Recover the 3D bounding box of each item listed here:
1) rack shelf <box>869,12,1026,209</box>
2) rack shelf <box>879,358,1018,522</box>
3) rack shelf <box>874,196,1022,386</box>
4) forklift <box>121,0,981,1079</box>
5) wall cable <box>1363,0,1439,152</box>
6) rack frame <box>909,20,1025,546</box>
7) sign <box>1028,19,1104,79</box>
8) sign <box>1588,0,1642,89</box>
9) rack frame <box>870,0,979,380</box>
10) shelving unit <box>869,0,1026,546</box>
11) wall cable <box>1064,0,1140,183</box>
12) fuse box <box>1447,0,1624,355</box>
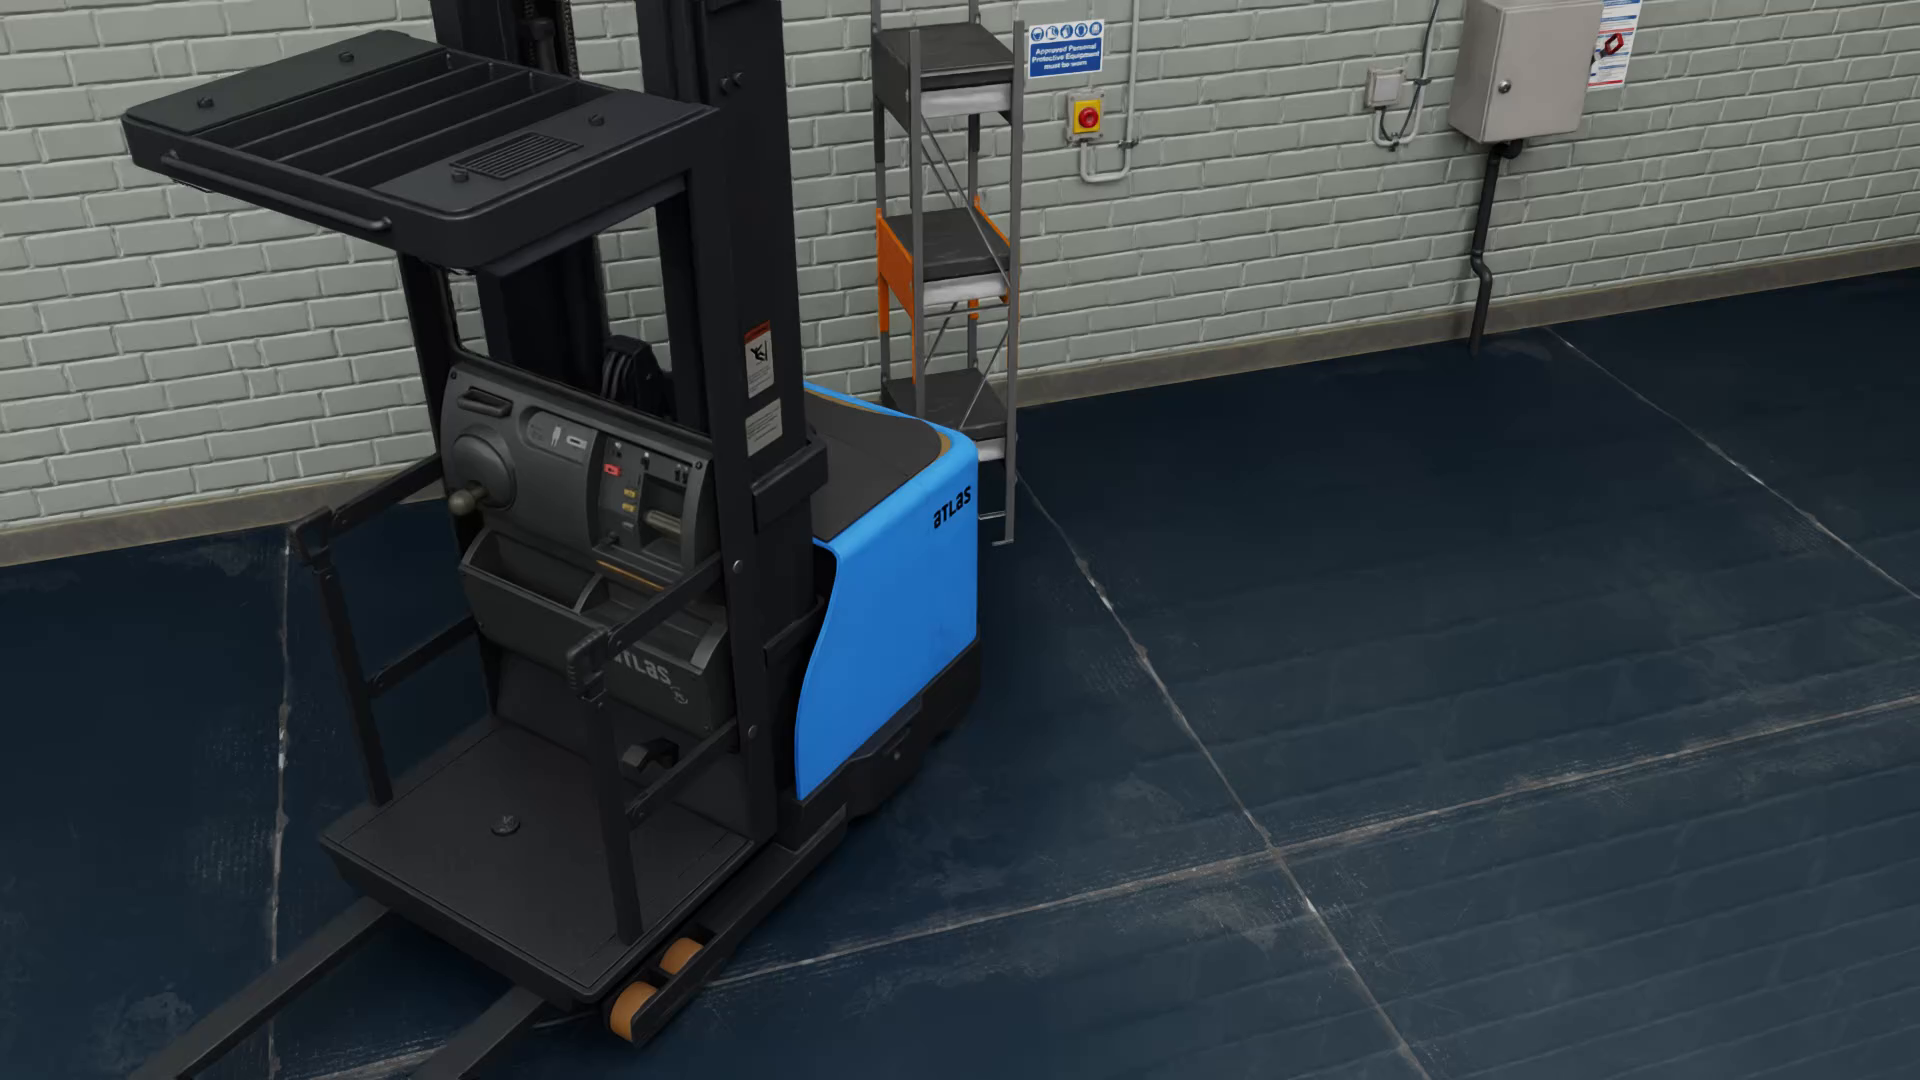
[{"bbox_3d":[-0.050,-1.536,5.924,0.431,0.518,0.480,-10,35,-15],"label":"rack shelf"},{"bbox_3d":[-0.050,-0.368,6.696,0.431,0.518,0.480,-10,35,-15],"label":"rack shelf"},{"bbox_3d":[-0.050,-0.952,6.310,0.431,0.518,0.480,-10,35,-15],"label":"rack shelf"},{"bbox_3d":[-1.153,-0.123,4.277,1.130,2.935,3.031,20,38,27],"label":"forklift"},{"bbox_3d":[1.848,-2.552,6.969,0.588,1.984,0.122,-10,35,-15],"label":"wall cable"},{"bbox_3d":[0.024,-0.835,6.109,0.400,2.100,0.015,-10,35,-15],"label":"rack frame"},{"bbox_3d":[0.436,-2.020,6.841,0.327,0.218,0.001,-10,35,-15],"label":"sign"},{"bbox_3d":[2.953,-2.312,7.614,0.329,0.494,0.001,-10,35,-15],"label":"sign"},{"bbox_3d":[-0.125,-1.091,6.497,0.400,2.100,0.015,-10,35,-15],"label":"rack frame"},{"bbox_3d":[-0.050,-0.963,6.303,0.431,2.100,0.503,-10,35,-15],"label":"shelving unit"},{"bbox_3d":[0.501,-2.320,6.591,0.585,1.953,0.123,-10,35,-15],"label":"wall cable"},{"bbox_3d":[2.546,-1.622,7.653,0.539,1.711,0.414,-10,35,-15],"label":"fuse box"}]
